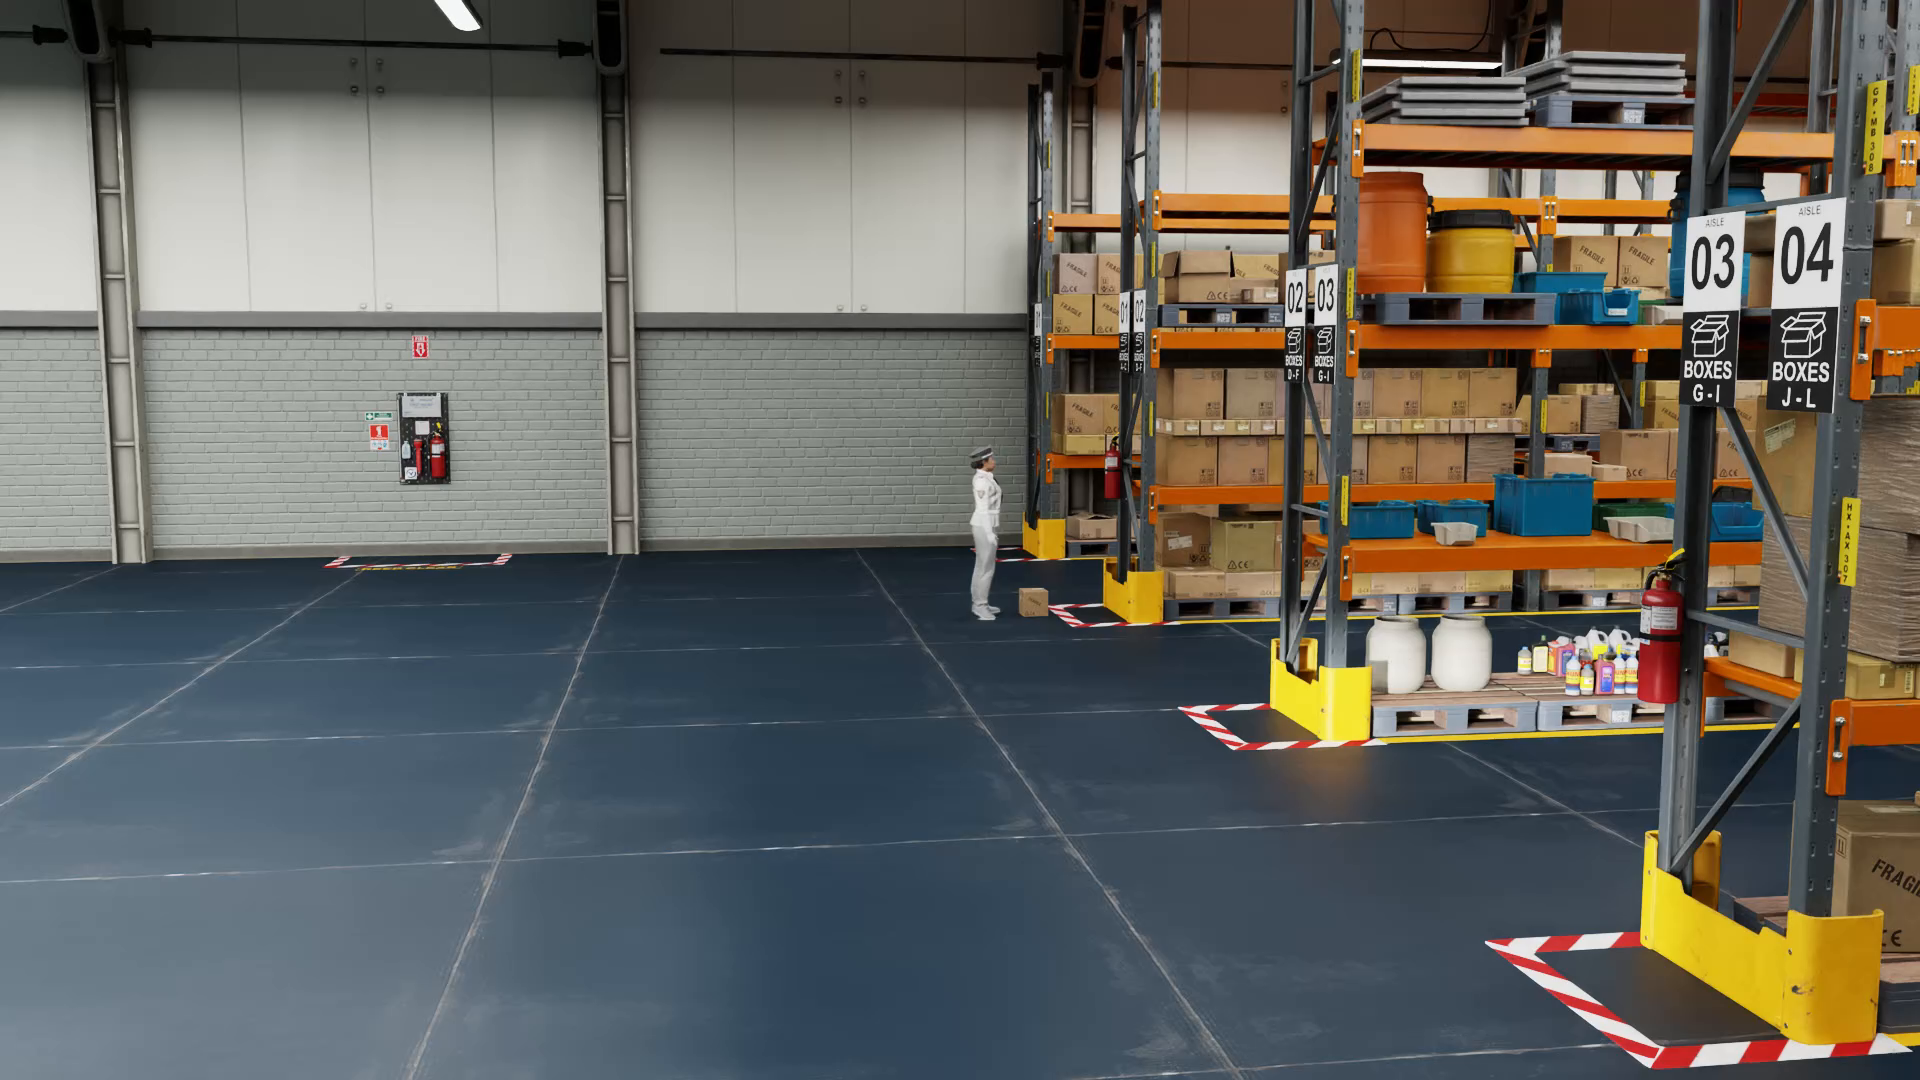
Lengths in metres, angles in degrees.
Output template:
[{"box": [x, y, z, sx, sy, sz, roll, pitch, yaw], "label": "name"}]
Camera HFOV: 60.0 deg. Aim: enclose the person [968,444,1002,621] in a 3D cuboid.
[{"box": [0.253, -0.087, 16.421, 0.344, 1.719, 0.574, 0, 7, -1], "label": "person"}]
